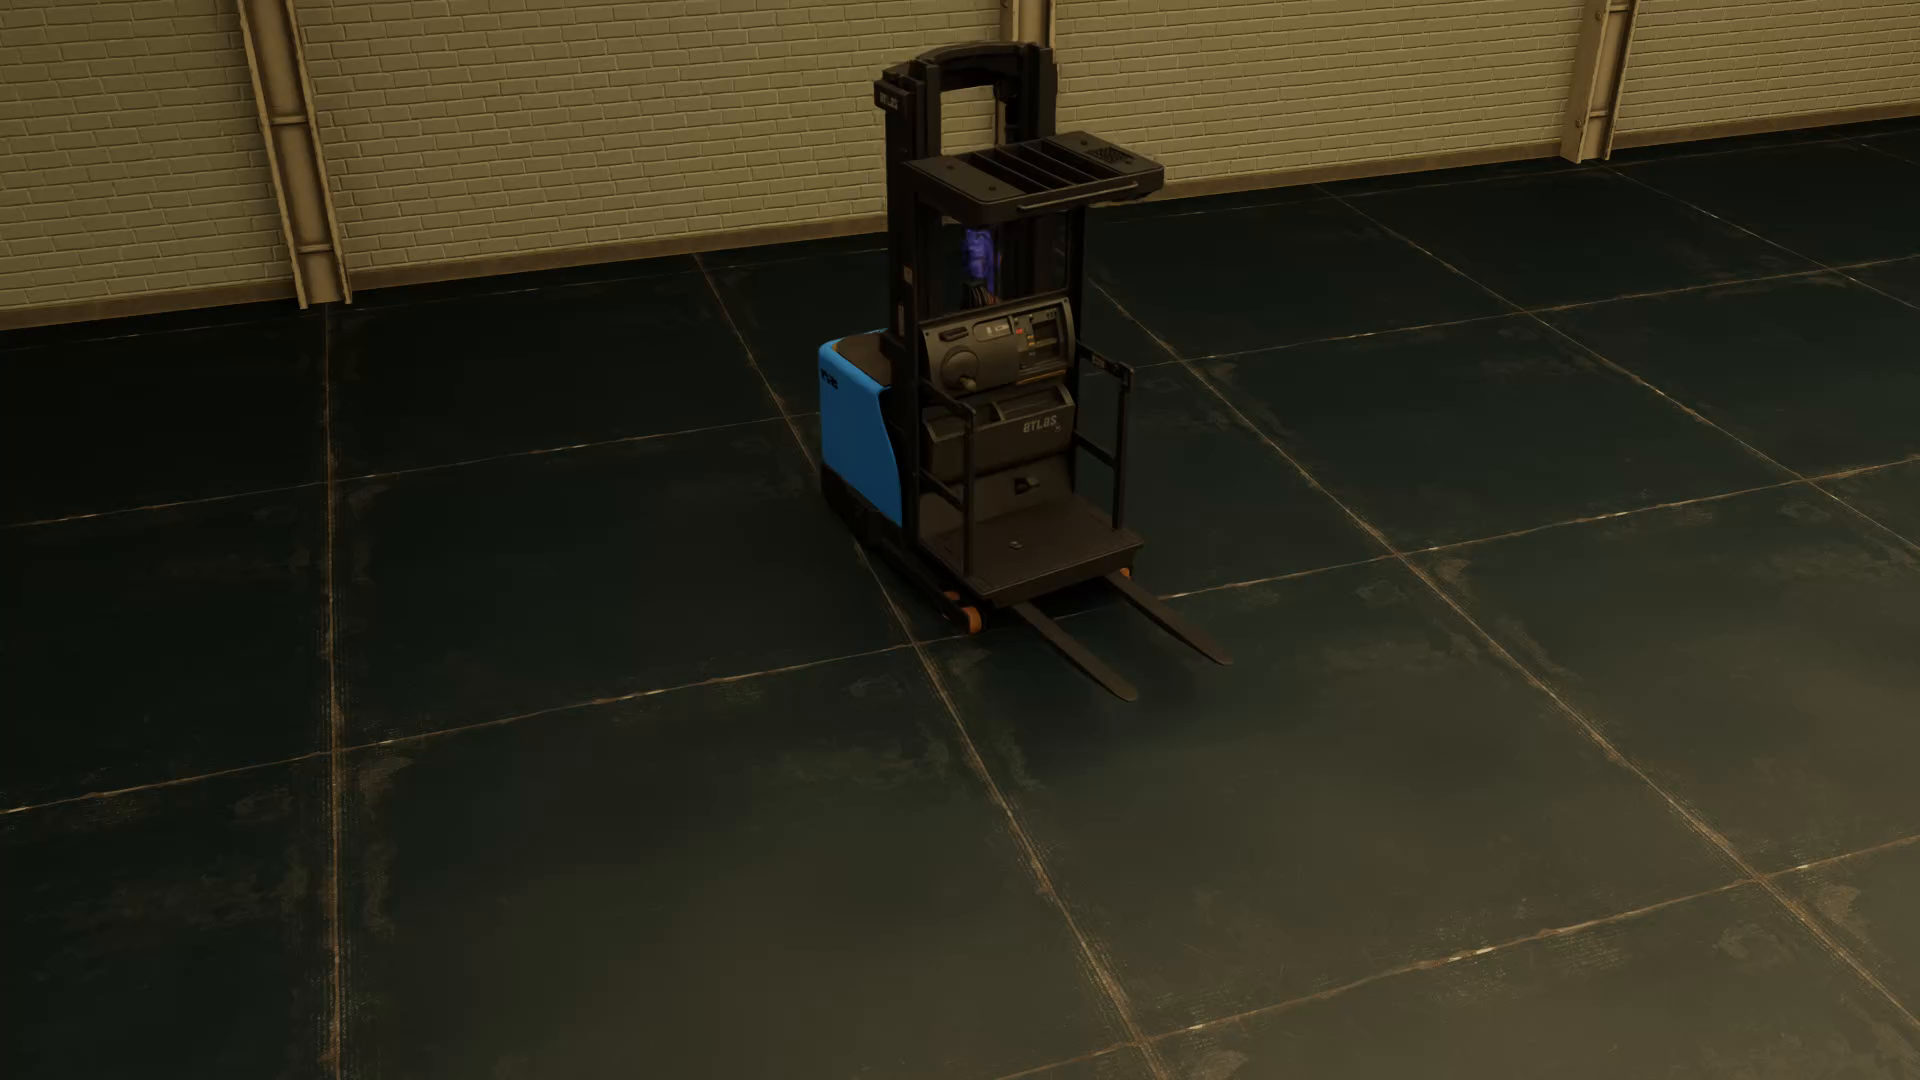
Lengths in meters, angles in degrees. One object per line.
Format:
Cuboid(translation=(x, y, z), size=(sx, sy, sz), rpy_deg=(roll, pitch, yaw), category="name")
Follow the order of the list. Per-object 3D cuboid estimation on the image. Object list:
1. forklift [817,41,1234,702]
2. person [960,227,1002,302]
Cuboid(translation=(0.329, -1.012, 8.846), size=(1.130, 2.935, 3.031), rpy_deg=(-17, 34, -27), category="forklift")
Cuboid(translation=(0.198, -1.626, 11.406), size=(0.749, 1.526, 0.902), rpy_deg=(0, 30, -1), category="person")
